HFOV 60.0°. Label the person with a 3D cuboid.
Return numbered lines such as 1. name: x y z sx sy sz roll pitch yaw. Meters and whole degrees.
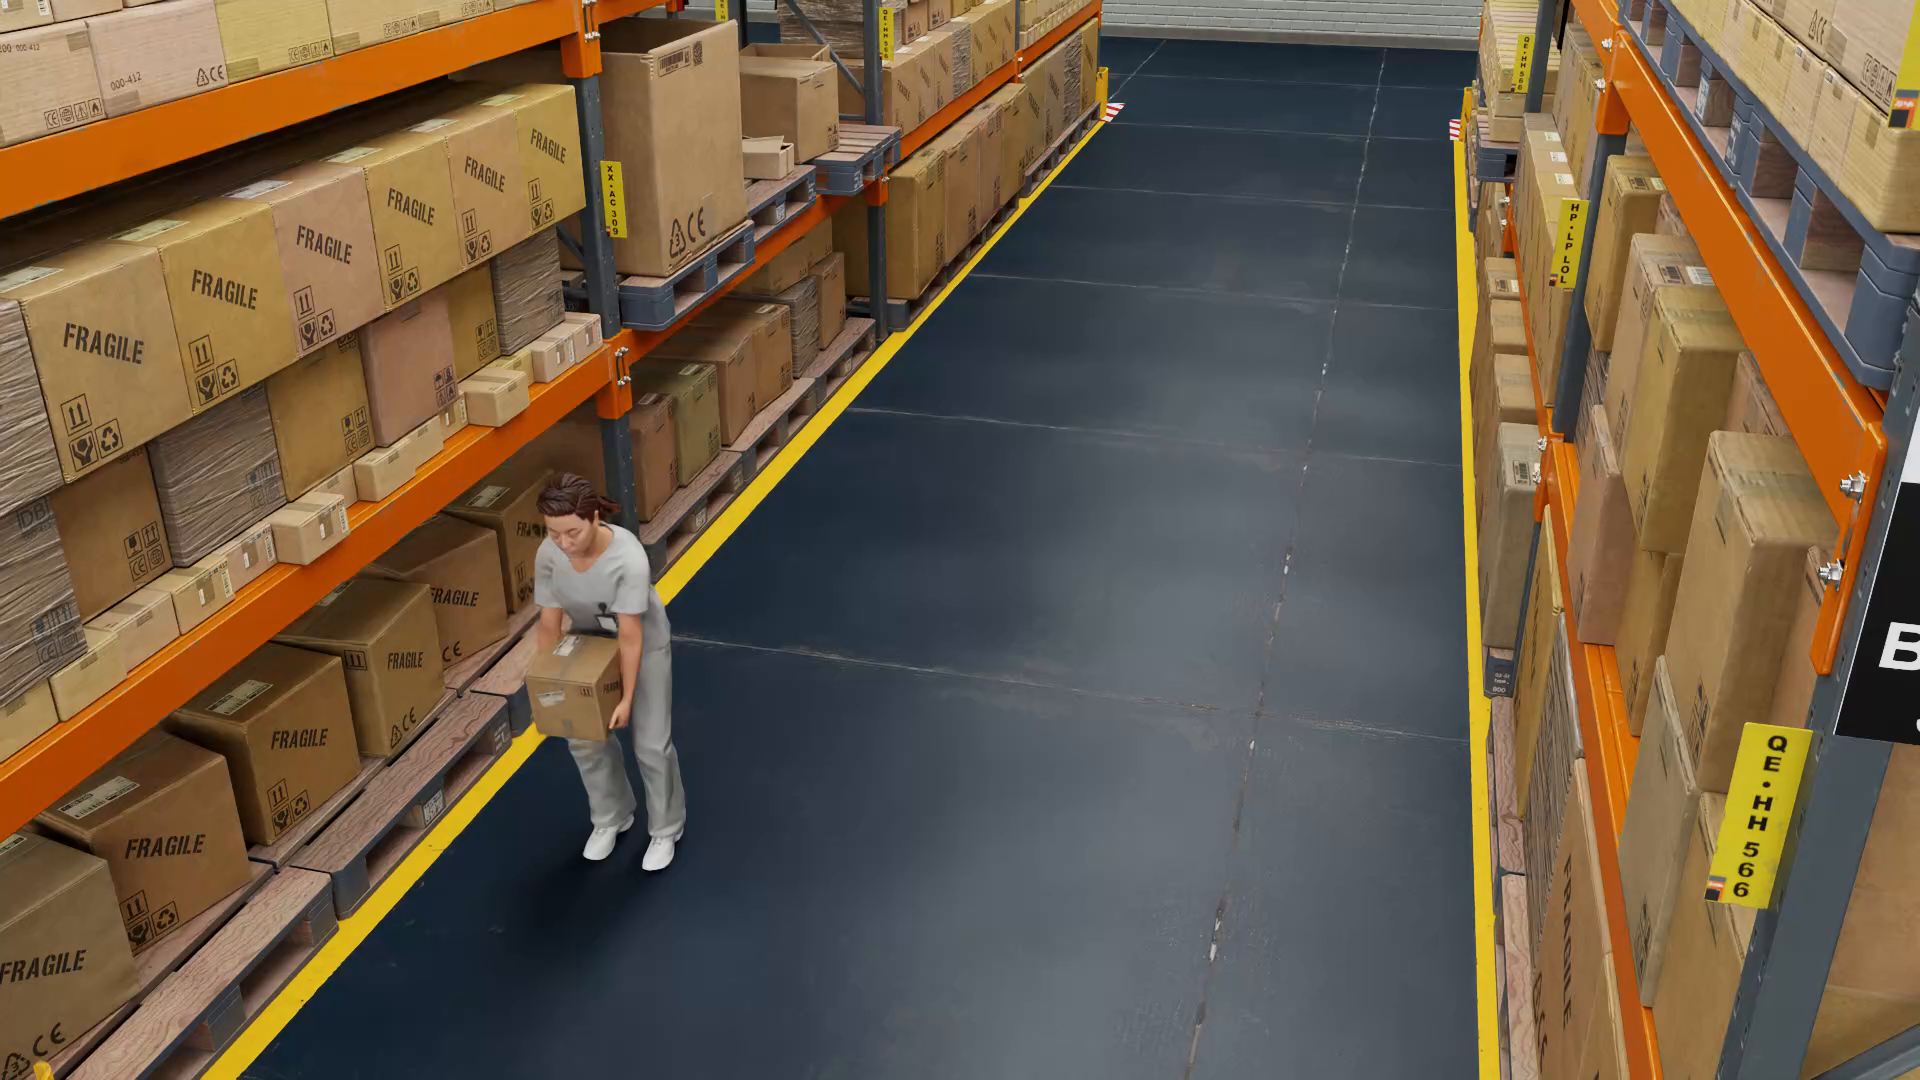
1. person: -1.216 0.450 5.764 0.403 1.597 0.547 6 26 12
